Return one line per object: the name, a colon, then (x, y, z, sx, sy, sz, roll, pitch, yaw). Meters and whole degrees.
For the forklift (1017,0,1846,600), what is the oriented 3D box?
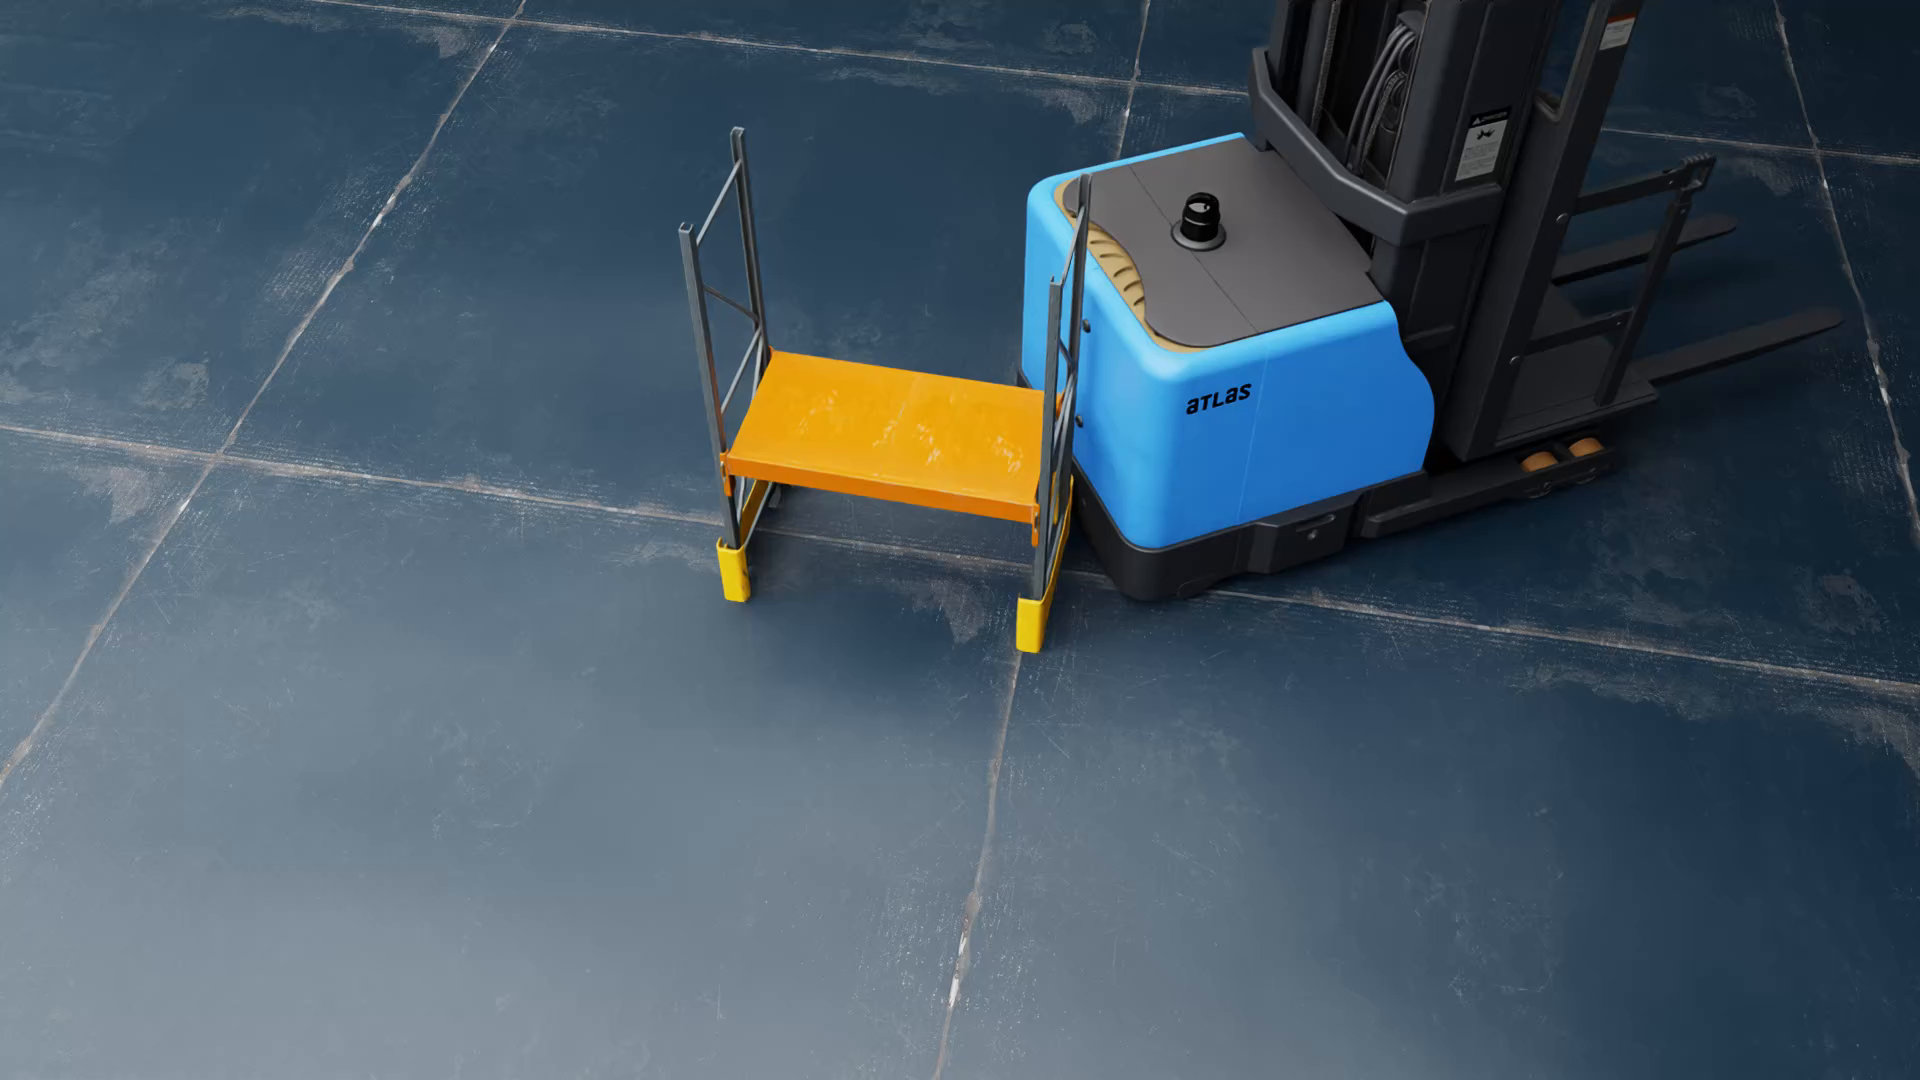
forklift: (1.773, -1.481, 5.110, 3.031, 2.935, 1.130, -16, 50, -14)

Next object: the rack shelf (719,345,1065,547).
rack shelf: (-0.195, -0.308, 5.260, 1.000, 0.185, 0.538, 9, 49, 8)

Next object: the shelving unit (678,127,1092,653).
shelving unit: (-0.204, -0.429, 5.127, 1.083, 1.500, 0.587, 9, 49, 8)

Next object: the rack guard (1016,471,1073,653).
rack guard: (0.283, 0.068, 5.520, 0.087, 0.250, 0.587, 9, 49, 8)

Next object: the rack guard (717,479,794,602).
rack guard: (-0.690, -0.091, 5.664, 0.087, 0.250, 0.587, 9, 49, 8)

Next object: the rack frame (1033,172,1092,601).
rack frame: (0.302, -0.346, 5.053, 0.032, 1.500, 0.500, 9, 49, 8)

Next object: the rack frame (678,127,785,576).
rack frame: (-0.691, -0.509, 5.199, 0.032, 1.500, 0.500, 9, 49, 8)
